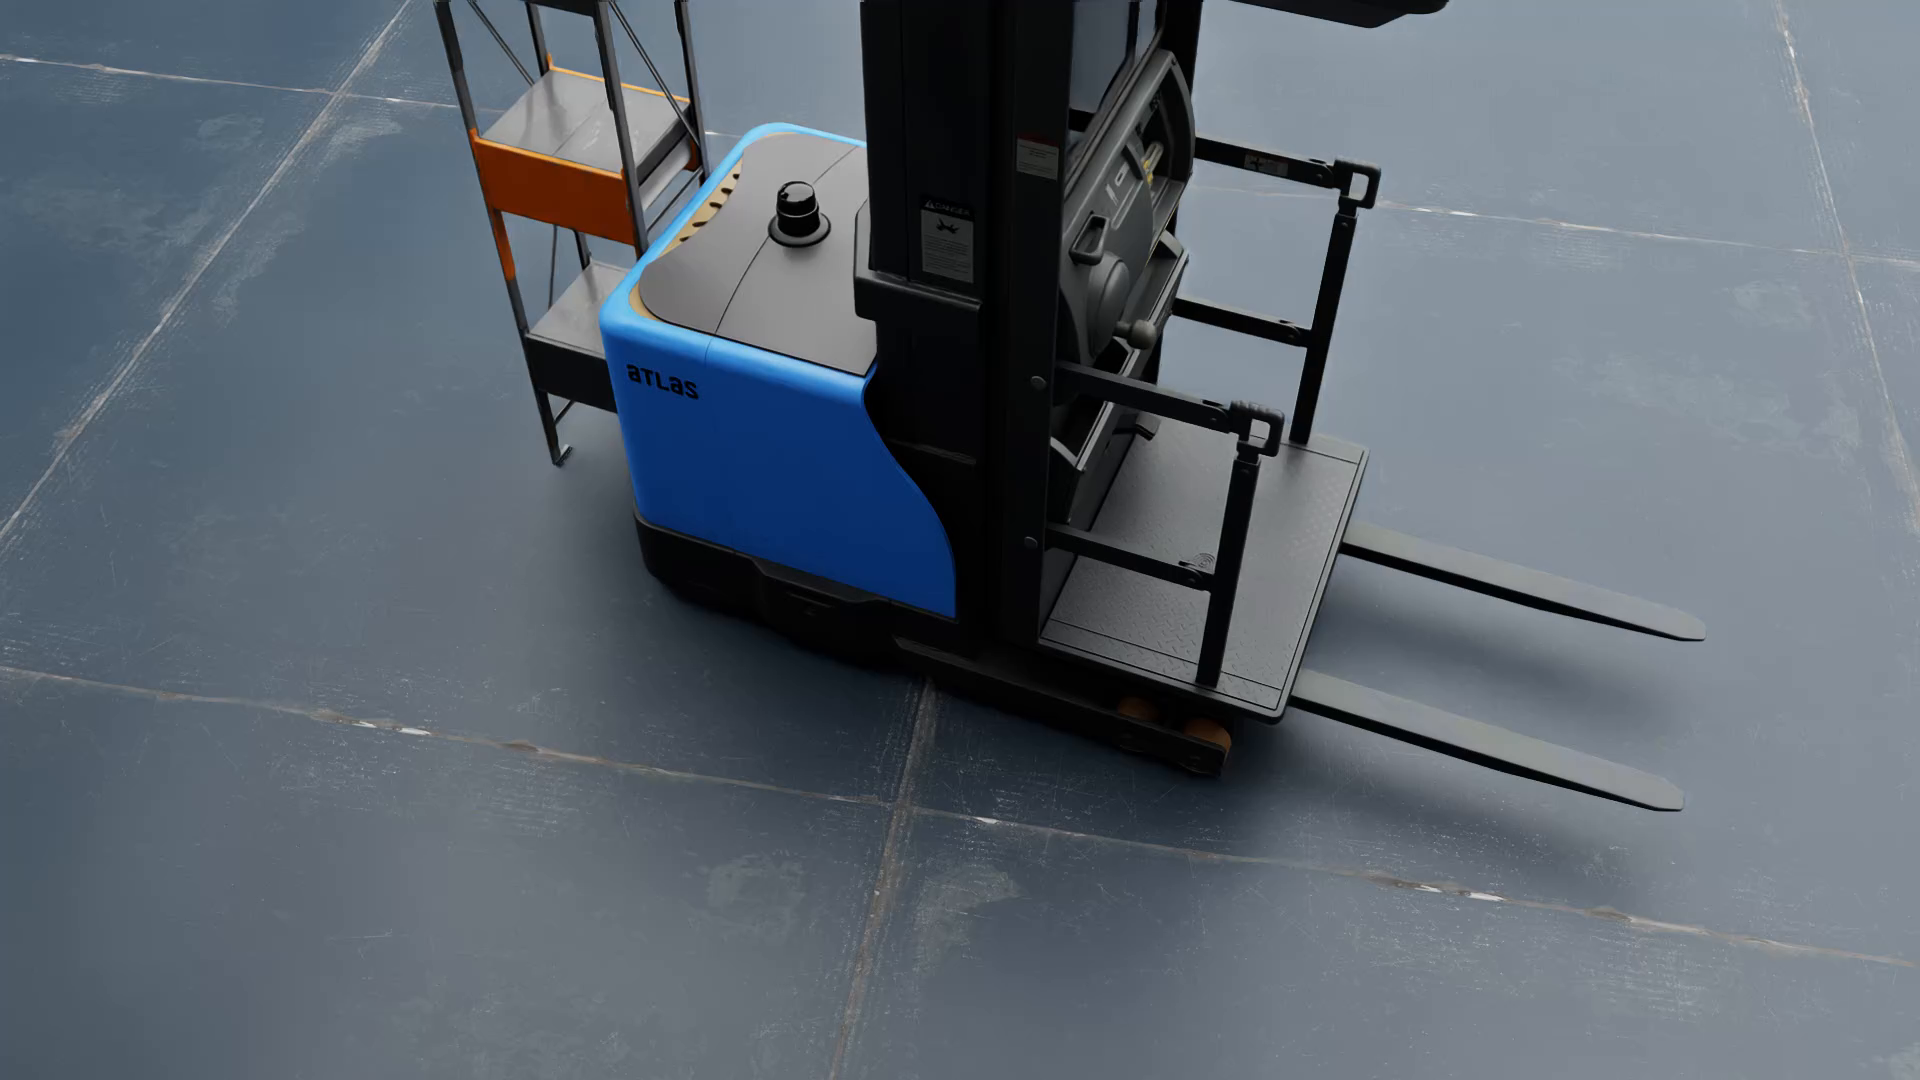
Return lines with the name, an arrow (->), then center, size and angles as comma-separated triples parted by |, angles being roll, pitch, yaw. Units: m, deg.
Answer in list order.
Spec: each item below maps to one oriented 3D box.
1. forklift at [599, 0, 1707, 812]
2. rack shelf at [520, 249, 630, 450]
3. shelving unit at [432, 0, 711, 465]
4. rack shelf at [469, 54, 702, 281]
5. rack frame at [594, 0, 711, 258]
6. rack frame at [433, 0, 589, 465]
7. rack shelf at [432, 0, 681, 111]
forklift -> 0.598, -0.779, 3.979 | 3.031, 2.935, 1.130 | 17, 50, 14
rack shelf -> -1.034, -0.543, 5.286 | 0.480, 0.518, 0.431 | 17, 50, 14
shelving unit -> -1.034, -1.020, 4.755 | 0.503, 2.100, 0.431 | 17, 50, 14
rack shelf -> -1.034, -1.011, 4.765 | 0.480, 0.518, 0.431 | 17, 50, 14
rack frame -> -0.807, -0.952, 4.694 | 0.015, 2.100, 0.400 | 17, 50, 14
rack frame -> -1.260, -1.088, 4.816 | 0.015, 2.100, 0.400 | 17, 50, 14
rack shelf -> -1.034, -1.479, 4.244 | 0.480, 0.518, 0.431 | 17, 50, 14
